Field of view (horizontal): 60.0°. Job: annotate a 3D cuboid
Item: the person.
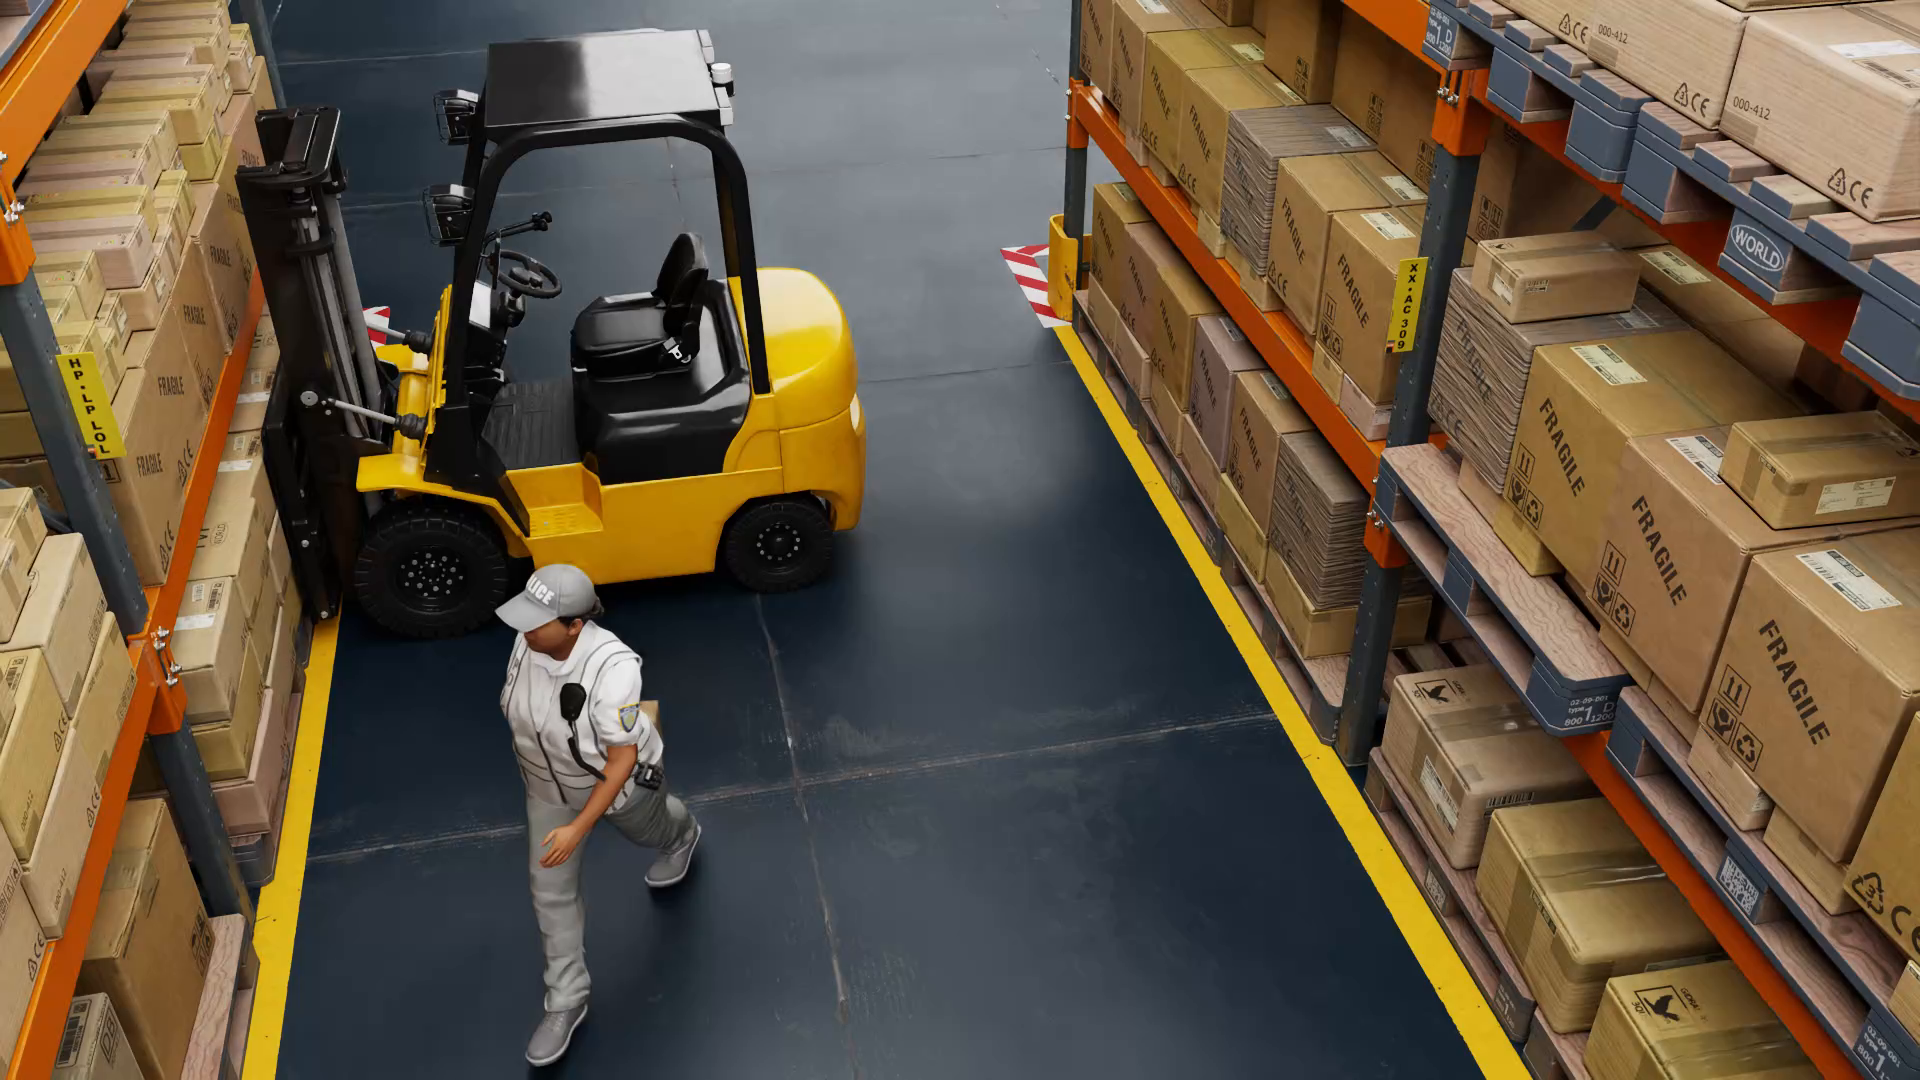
[{"bbox_3d":[-1.130,0.721,5.109,0.459,1.597,1.078,8,35,12],"label":"person"}]
